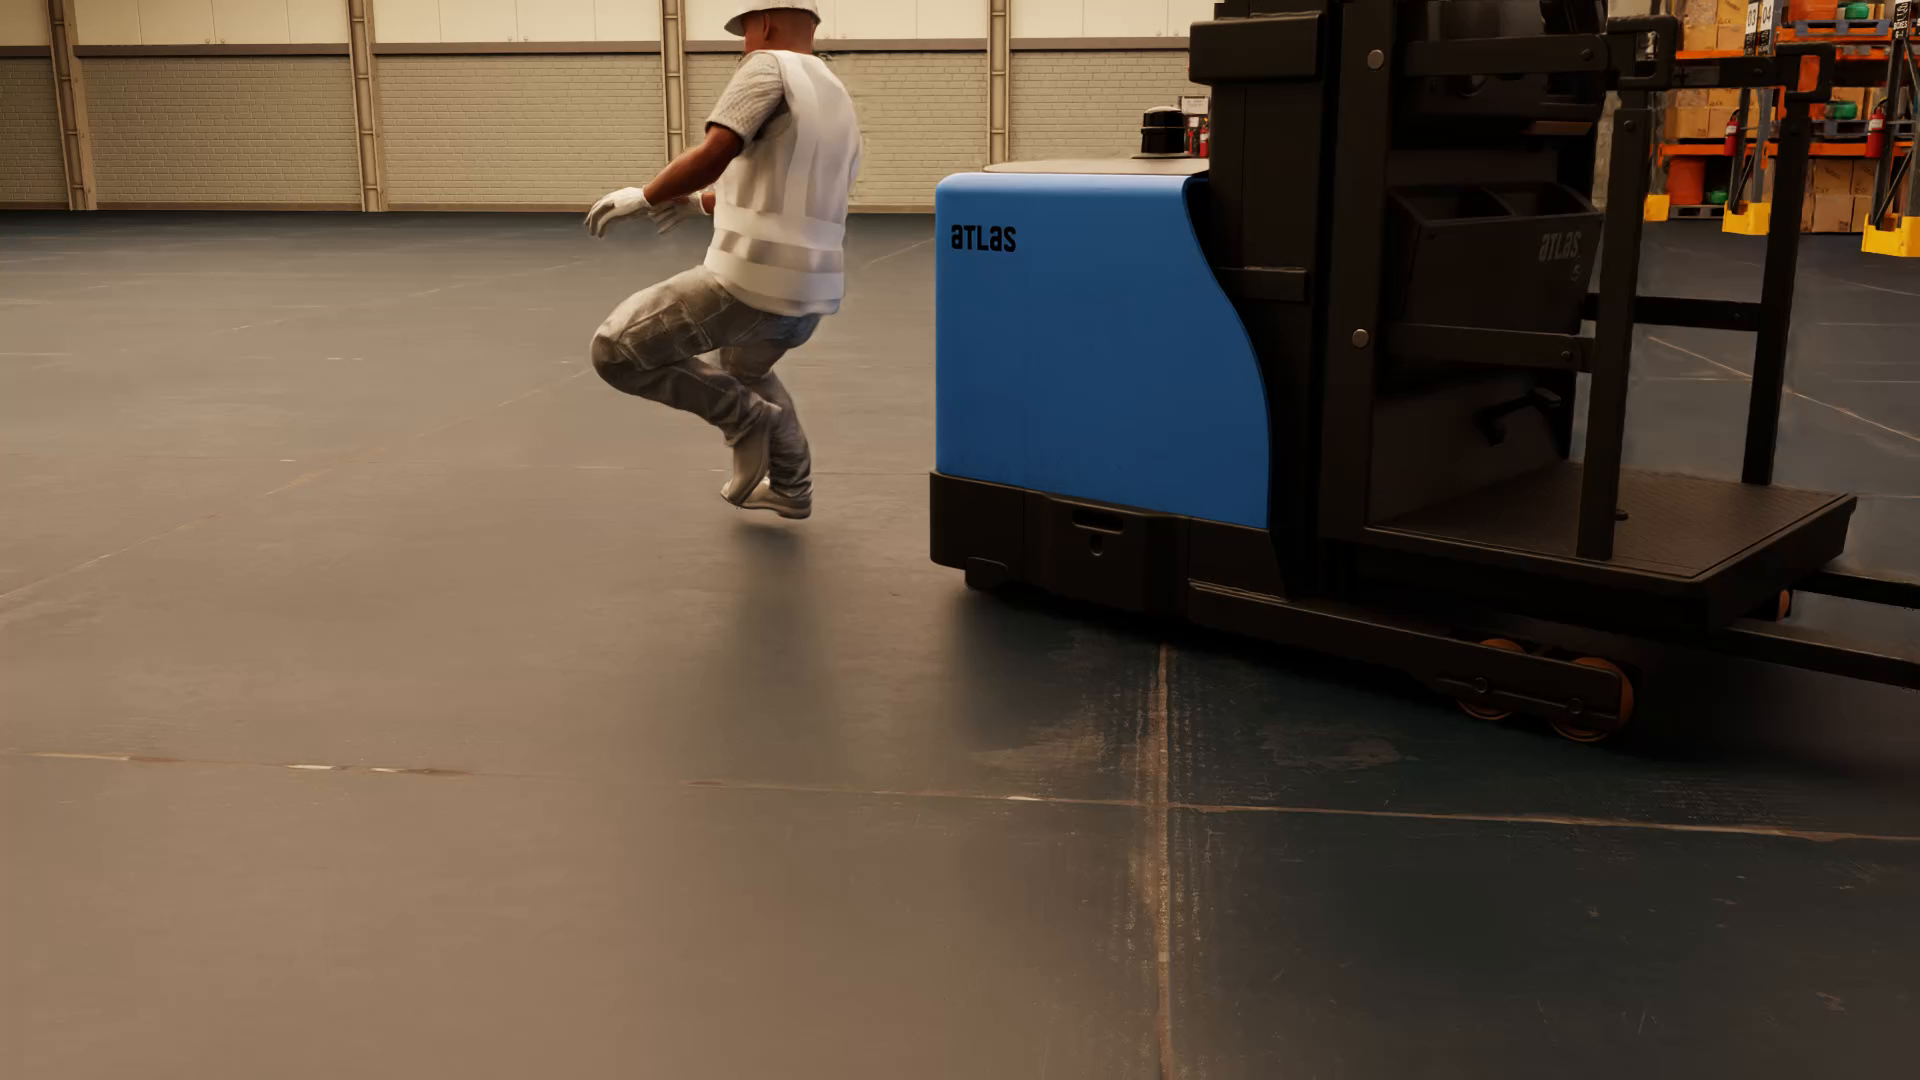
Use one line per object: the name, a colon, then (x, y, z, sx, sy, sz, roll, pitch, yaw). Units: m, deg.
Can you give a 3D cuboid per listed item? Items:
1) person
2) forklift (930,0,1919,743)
person: (-0.676, -0.765, 4.628, 0.826, 1.570, 0.850, 5, 14, 22)
forklift: (1.356, -1.165, 3.492, 3.031, 2.935, 1.130, 11, 17, 40)
